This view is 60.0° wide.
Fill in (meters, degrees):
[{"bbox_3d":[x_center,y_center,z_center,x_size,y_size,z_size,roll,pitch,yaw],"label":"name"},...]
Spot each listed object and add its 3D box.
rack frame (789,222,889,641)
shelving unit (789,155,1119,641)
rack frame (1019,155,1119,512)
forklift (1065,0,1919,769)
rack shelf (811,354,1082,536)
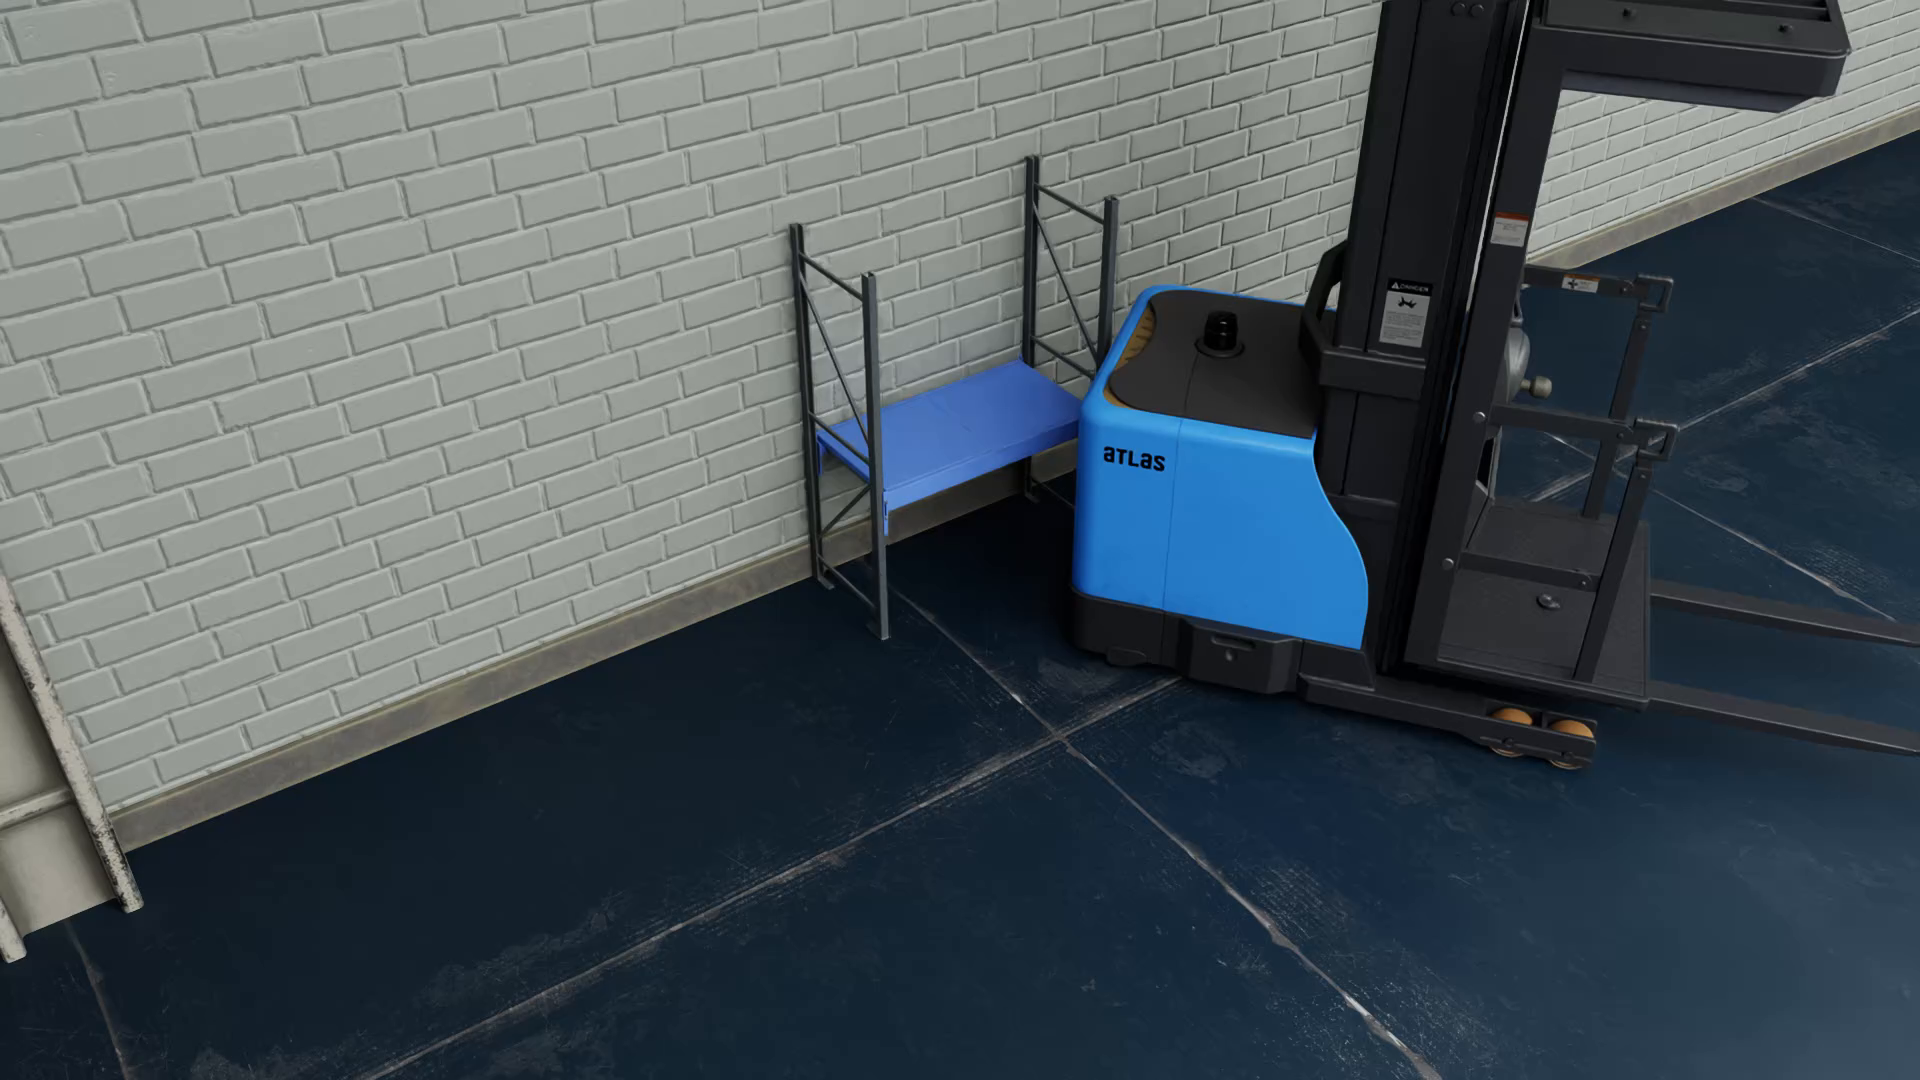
[{"bbox_3d":[-0.425,-0.354,5.957,0.032,1.500,0.500,-22,41,-28],"label":"rack frame"},{"bbox_3d":[-0.010,-0.526,6.195,1.048,1.500,0.538,-22,41,-28],"label":"shelving unit"},{"bbox_3d":[0.405,-0.697,6.434,0.032,1.500,0.500,-22,41,-28],"label":"rack frame"},{"bbox_3d":[1.962,-0.760,5.296,3.031,2.935,1.130,11,37,15],"label":"forklift"},{"bbox_3d":[-0.010,-0.379,6.300,1.000,0.185,0.538,-22,41,-28],"label":"rack shelf"}]
